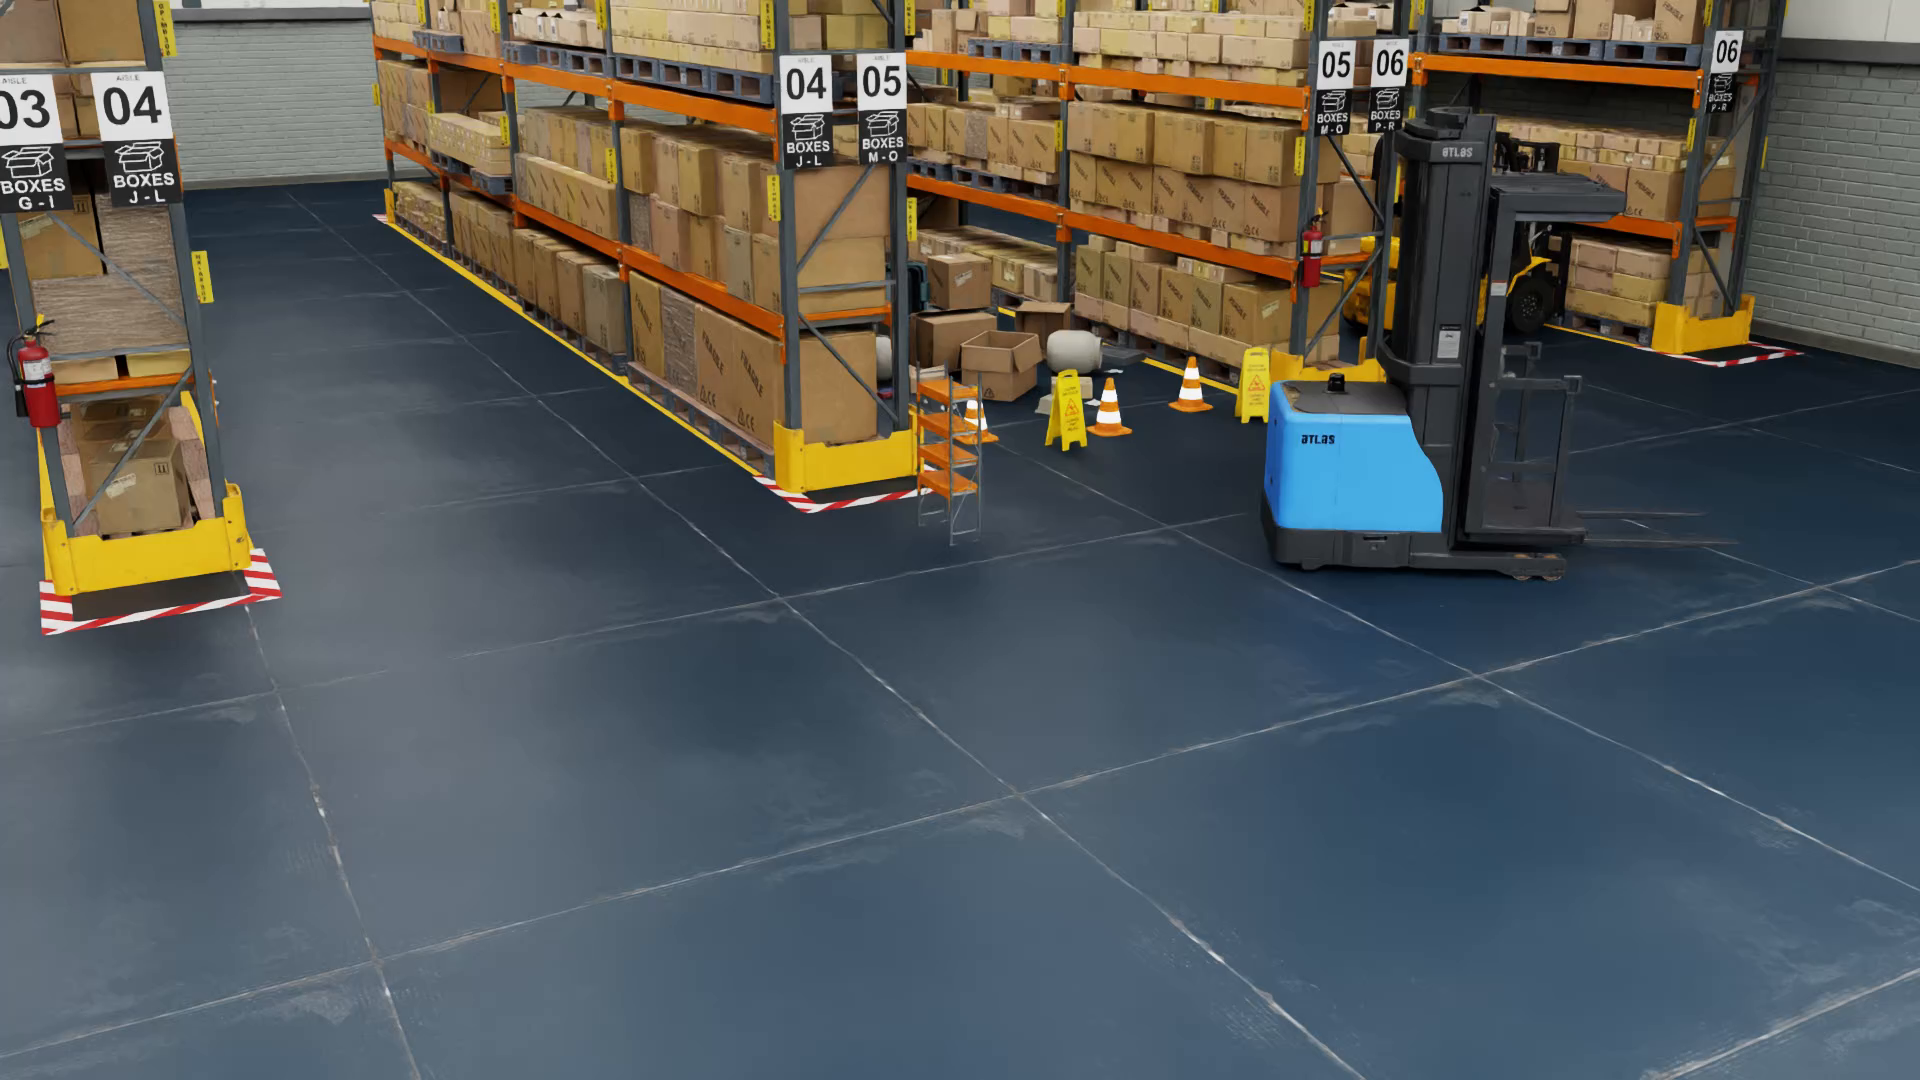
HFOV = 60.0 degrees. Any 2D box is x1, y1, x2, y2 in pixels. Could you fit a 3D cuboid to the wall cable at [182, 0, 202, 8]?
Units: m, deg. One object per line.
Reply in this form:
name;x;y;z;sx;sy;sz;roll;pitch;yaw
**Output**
wall cable;-12.530;-12.278;28.485;2.277;5.999;0.120;-10;21;-27

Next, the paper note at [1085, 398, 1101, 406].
paper note;1.240;-1.266;15.252;0.142;0.019;0.148;16;25;39

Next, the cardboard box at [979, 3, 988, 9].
cardboard box;0.671;-9.095;28.567;0.500;0.250;0.500;-11;22;-28

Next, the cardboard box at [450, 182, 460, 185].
cardboard box;-7.688;-5.387;25.459;0.380;0.149;0.250;-11;22;-28

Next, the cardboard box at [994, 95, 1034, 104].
cardboard box;0.932;-7.534;28.639;0.500;0.250;0.500;-11;22;-28

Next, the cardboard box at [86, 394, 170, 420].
cardboard box;-6.383;-0.886;12.789;0.500;0.500;0.500;-12;22;-31

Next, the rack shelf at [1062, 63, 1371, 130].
rack shelf;2.491;-4.358;16.167;1.077;0.370;4.000;-10;21;-27

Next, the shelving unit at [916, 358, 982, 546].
shelving unit;-0.079;-0.615;11.573;0.258;1.200;0.503;-10;21;-27

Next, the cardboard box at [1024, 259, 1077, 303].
cardboard box;1.290;-2.961;18.998;0.950;0.372;0.625;-10;21;-26

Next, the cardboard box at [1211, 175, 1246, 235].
cardboard box;2.707;-3.152;15.557;0.500;0.500;0.500;-10;21;-27

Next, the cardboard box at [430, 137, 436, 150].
cardboard box;-6.784;-5.251;21.990;0.380;0.149;0.250;-11;22;-29

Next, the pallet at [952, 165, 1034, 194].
pallet;0.618;-4.350;19.933;1.003;0.211;1.213;-10;21;-27

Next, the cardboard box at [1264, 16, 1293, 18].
cardboard box;2.998;-4.807;15.527;0.380;0.149;0.250;-10;21;-27

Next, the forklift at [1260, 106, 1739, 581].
forklift;3.621;-1.299;10.903;3.031;2.935;1.130;1;19;4

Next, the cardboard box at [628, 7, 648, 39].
cardboard box;-2.541;-4.464;14.347;0.500;0.250;0.500;-10;21;-27

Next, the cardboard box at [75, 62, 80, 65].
cardboard box;-5.796;-3.200;11.327;0.380;0.149;0.250;-11;22;-29

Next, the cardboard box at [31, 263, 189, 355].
cardboard box;-5.518;-1.521;10.832;0.875;0.500;0.500;-10;21;-27

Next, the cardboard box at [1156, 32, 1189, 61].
cardboard box;2.230;-4.736;15.934;0.500;0.250;0.500;-10;21;-26

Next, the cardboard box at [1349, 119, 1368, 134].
cardboard box;5.100;-5.247;21.090;0.380;0.149;0.250;-11;22;-28

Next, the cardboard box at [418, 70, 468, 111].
cardboard box;-7.027;-6.109;22.594;0.500;0.500;0.500;-11;22;-29

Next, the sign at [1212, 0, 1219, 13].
sign;3.530;-7.351;22.946;0.100;0.325;0.005;-10;21;-27

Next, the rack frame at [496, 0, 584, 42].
rack frame;-4.667;-7.043;18.246;1.000;3.000;0.127;-10;21;-27

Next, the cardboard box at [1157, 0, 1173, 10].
cardboard box;3.090;-7.802;24.207;0.380;0.149;0.250;-11;22;-28

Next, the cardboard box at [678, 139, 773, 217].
cardboard box;-1.865;-3.062;14.020;0.875;0.550;0.500;-10;21;-27

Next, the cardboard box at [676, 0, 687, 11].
cardboard box;-2.051;-4.314;13.303;0.380;0.149;0.250;-10;21;-26

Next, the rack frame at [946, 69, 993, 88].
rack frame;0.209;-8.069;30.417;1.000;3.000;0.127;-10;21;-27

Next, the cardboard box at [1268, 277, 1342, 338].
cardboard box;3.289;-2.240;15.948;0.500;0.500;0.500;-11;22;-28

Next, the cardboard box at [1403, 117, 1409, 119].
cardboard box;5.591;-5.339;21.359;0.380;0.149;0.250;-10;22;-27

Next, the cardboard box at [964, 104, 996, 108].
cardboard box;0.357;-5.155;20.719;0.500;0.500;0.500;-10;22;-28

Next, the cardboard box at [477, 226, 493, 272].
cardboard box;-5.718;-3.671;20.860;0.500;0.500;0.500;-11;22;-29

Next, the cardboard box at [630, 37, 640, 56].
cardboard box;-2.652;-4.301;14.485;0.380;0.149;0.250;-10;21;-27

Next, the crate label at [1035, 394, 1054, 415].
crate label;0.858;-1.223;14.966;0.298;0.136;0.250;11;22;30

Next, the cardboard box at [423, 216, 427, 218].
cardboard box;-7.608;-4.648;24.230;0.380;0.149;0.250;-10;21;-26

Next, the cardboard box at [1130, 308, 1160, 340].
cardboard box;2.101;-2.239;17.092;0.500;0.250;0.500;-10;22;-27

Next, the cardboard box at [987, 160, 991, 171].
cardboard box;0.547;-4.426;19.600;0.380;0.149;0.250;-11;22;-29

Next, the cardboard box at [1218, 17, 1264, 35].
cardboard box;2.609;-4.736;15.322;0.380;0.149;0.250;-10;21;-27

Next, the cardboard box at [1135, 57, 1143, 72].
cardboard box;1.964;-4.732;16.532;0.380;0.149;0.250;-11;22;-28

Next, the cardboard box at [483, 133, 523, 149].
cardboard box;-5.303;-4.638;19.302;0.380;0.149;0.250;-11;22;-29

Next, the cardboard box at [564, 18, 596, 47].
cardboard box;-3.547;-4.972;16.276;0.500;0.250;0.500;-10;21;-27

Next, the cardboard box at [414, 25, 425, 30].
cardboard box;-7.037;-6.801;22.374;0.500;0.250;0.500;-9;21;-25

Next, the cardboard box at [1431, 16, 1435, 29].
cardboard box;5.677;-6.443;20.695;0.380;0.149;0.250;-10;21;-27

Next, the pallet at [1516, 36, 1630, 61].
pallet;6.911;-5.410;18.248;1.003;0.211;1.213;-10;21;-27

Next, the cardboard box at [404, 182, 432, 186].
cardboard box;-8.279;-5.372;25.416;0.380;0.149;0.250;-10;21;-26

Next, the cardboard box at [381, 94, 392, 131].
cardboard box;-8.496;-6.520;25.318;0.500;0.500;0.500;-9;21;-24

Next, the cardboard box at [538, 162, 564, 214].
cardboard box;-4.208;-3.793;17.872;0.500;0.500;0.500;-10;21;-27

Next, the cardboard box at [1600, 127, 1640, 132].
cardboard box;7.314;-4.490;18.440;0.380;0.149;0.250;-11;22;-28

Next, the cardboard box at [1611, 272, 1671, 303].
cardboard box;7.301;-2.702;17.669;0.500;0.250;0.500;-10;22;-27

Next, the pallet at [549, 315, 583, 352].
pallet;-3.783;-2.301;17.976;1.003;0.211;1.213;-10;21;-27

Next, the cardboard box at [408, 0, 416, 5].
cardboard box;-7.243;-7.312;22.478;0.380;0.149;0.250;-10;21;-27

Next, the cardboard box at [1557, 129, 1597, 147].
cardboard box;6.757;-4.392;18.156;0.380;0.149;0.250;-10;21;-26

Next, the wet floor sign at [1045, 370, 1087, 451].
wet floor sign;0.888;-1.096;13.818;0.267;0.644;0.232;-14;24;-36

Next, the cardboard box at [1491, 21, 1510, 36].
cardboard box;6.218;-5.773;18.752;0.380;0.149;0.250;-9;21;-25

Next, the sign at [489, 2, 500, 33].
sign;-5.145;-5.786;18.409;0.100;0.325;0.005;-10;21;-27

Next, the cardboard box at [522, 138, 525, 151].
cardboard box;-5.217;-4.895;20.503;0.380;0.149;0.250;-10;21;-27

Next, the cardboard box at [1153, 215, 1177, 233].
cardboard box;2.152;-3.159;16.572;0.380;0.149;0.250;-10;21;-27

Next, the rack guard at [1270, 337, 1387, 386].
rack guard;3.404;-1.546;15.346;1.175;0.500;0.348;-10;21;-27

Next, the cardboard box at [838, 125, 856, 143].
cardboard box;-1.320;-5.558;22.604;0.500;0.250;0.500;-11;22;-28
